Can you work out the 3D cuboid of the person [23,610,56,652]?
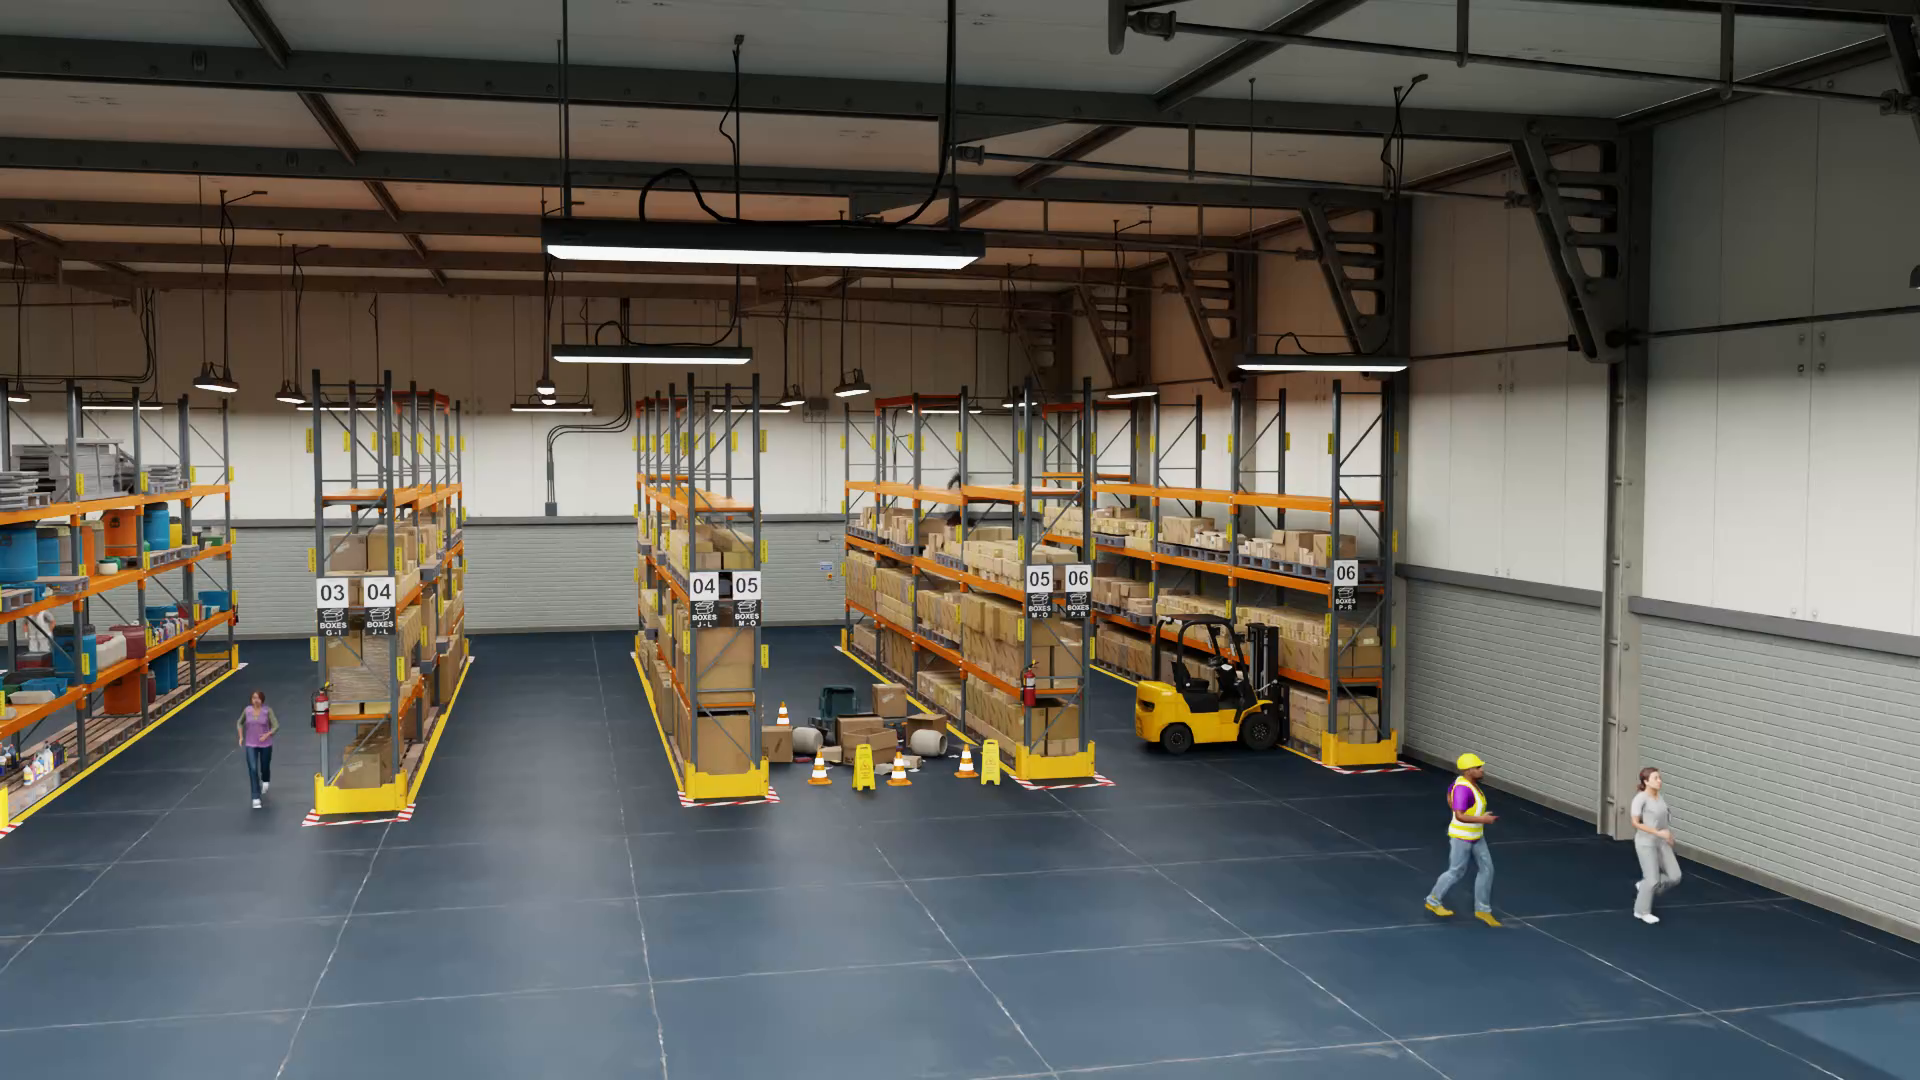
[{"bbox_3d":[-19.642,2.092,35.478,0.644,1.709,0.629,0,3,-5],"label":"person"}]

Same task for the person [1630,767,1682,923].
[{"bbox_3d":[7.255,3.185,17.361,0.558,1.631,0.555,-2,4,-26],"label":"person"}]

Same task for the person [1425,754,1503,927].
[{"bbox_3d":[5.246,3.127,17.316,0.774,1.824,0.680,2,4,34],"label":"person"}]

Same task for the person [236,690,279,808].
[{"bbox_3d":[-9.754,2.873,23.104,0.558,1.573,0.855,-1,3,-18],"label":"person"}]
